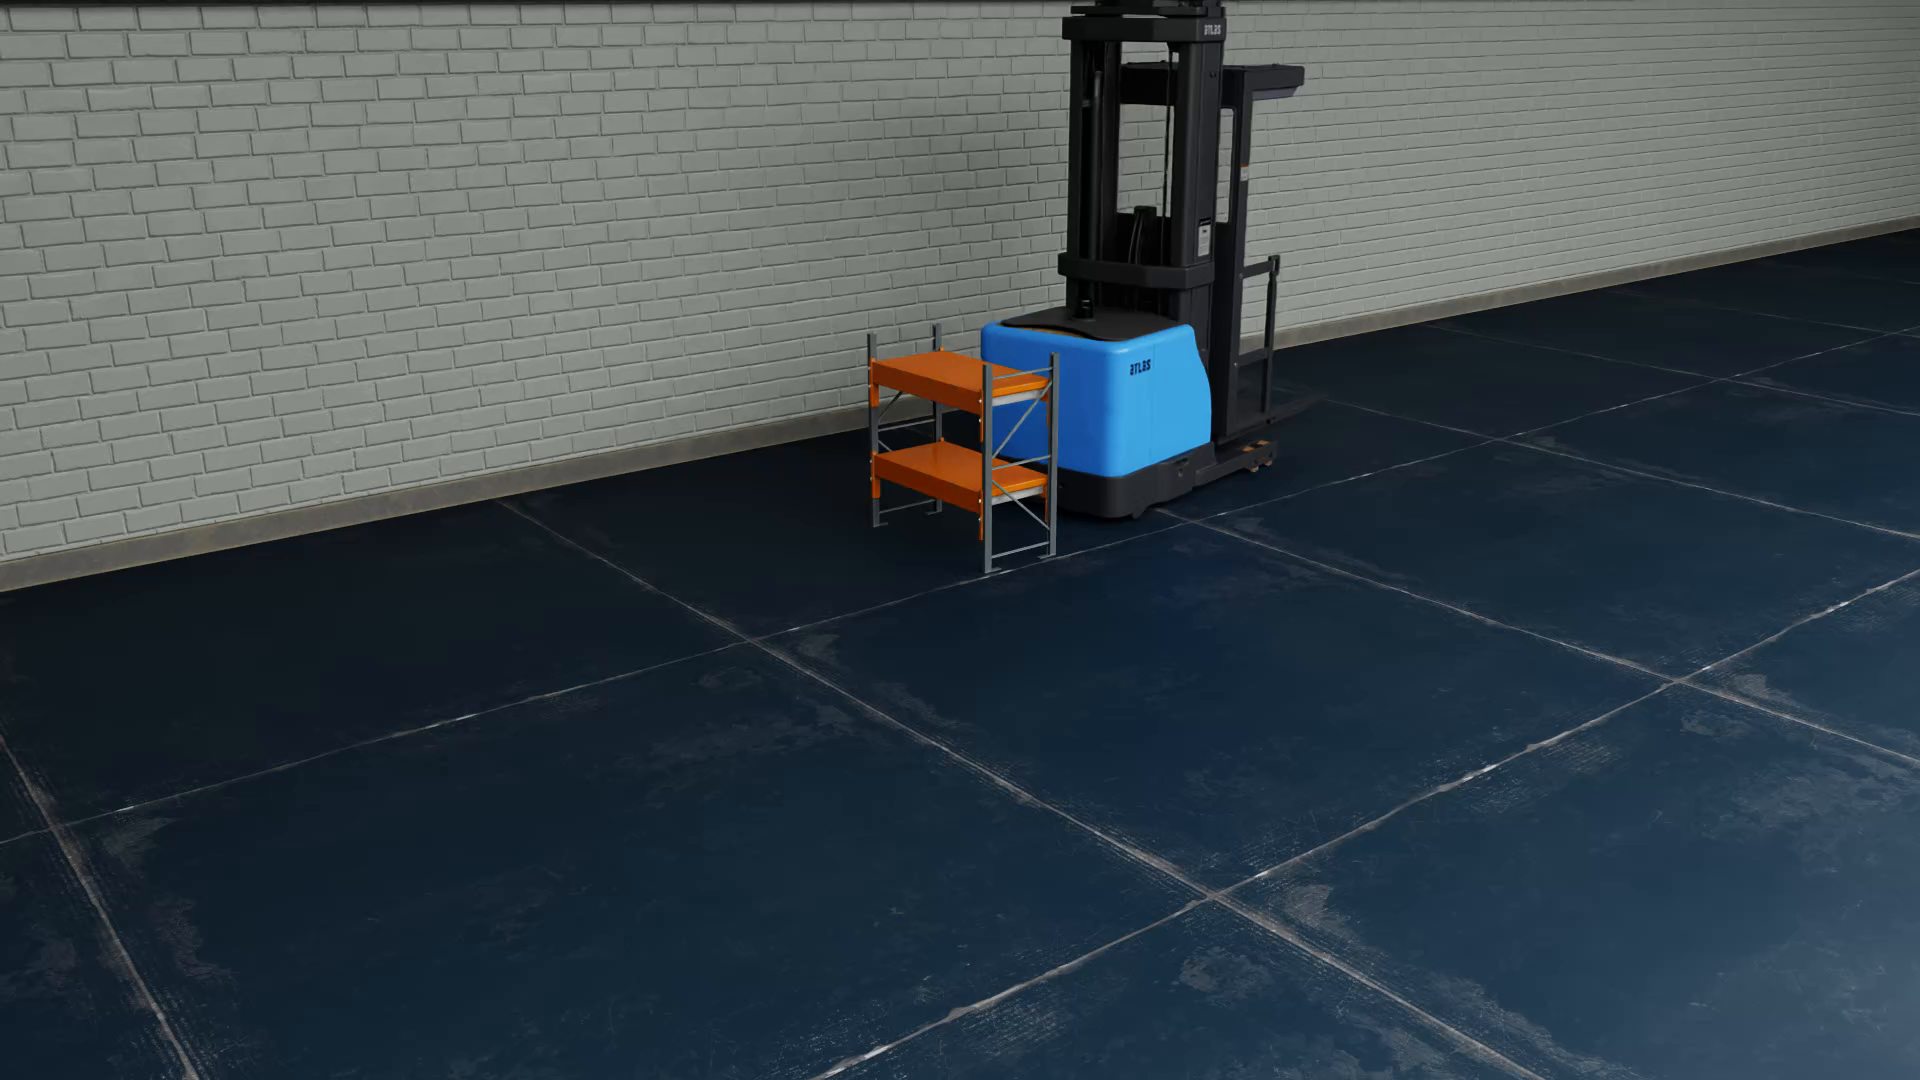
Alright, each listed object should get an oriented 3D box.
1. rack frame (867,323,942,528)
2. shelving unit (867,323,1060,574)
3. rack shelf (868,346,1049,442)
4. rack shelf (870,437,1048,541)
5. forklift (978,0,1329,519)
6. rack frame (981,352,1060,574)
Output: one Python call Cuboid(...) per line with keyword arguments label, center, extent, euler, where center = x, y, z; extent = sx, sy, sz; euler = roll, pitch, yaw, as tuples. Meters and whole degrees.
Cuboid(label="rack frame", center=(-0.311, -0.658, 9.559), extent=(0.500, 1.125, 0.032), euler=(-14, 23, -36))
Cuboid(label="shelving unit", center=(0.004, -0.532, 9.181), extent=(0.538, 1.125, 1.048), euler=(-14, 23, -36))
Cuboid(label="rack shelf", center=(0.004, -0.810, 9.089), extent=(0.538, 0.278, 1.000), euler=(-14, 23, -36))
Cuboid(label="rack shelf", center=(0.004, -0.300, 9.258), extent=(0.538, 0.278, 1.000), euler=(-14, 23, -36))
Cuboid(label="forklift", center=(1.415, -1.910, 10.467), extent=(1.130, 2.935, 3.031), euler=(14, 23, 36))
Cuboid(label="rack frame", center=(0.320, -0.407, 8.802), extent=(0.500, 1.125, 0.032), euler=(-14, 23, -36))
